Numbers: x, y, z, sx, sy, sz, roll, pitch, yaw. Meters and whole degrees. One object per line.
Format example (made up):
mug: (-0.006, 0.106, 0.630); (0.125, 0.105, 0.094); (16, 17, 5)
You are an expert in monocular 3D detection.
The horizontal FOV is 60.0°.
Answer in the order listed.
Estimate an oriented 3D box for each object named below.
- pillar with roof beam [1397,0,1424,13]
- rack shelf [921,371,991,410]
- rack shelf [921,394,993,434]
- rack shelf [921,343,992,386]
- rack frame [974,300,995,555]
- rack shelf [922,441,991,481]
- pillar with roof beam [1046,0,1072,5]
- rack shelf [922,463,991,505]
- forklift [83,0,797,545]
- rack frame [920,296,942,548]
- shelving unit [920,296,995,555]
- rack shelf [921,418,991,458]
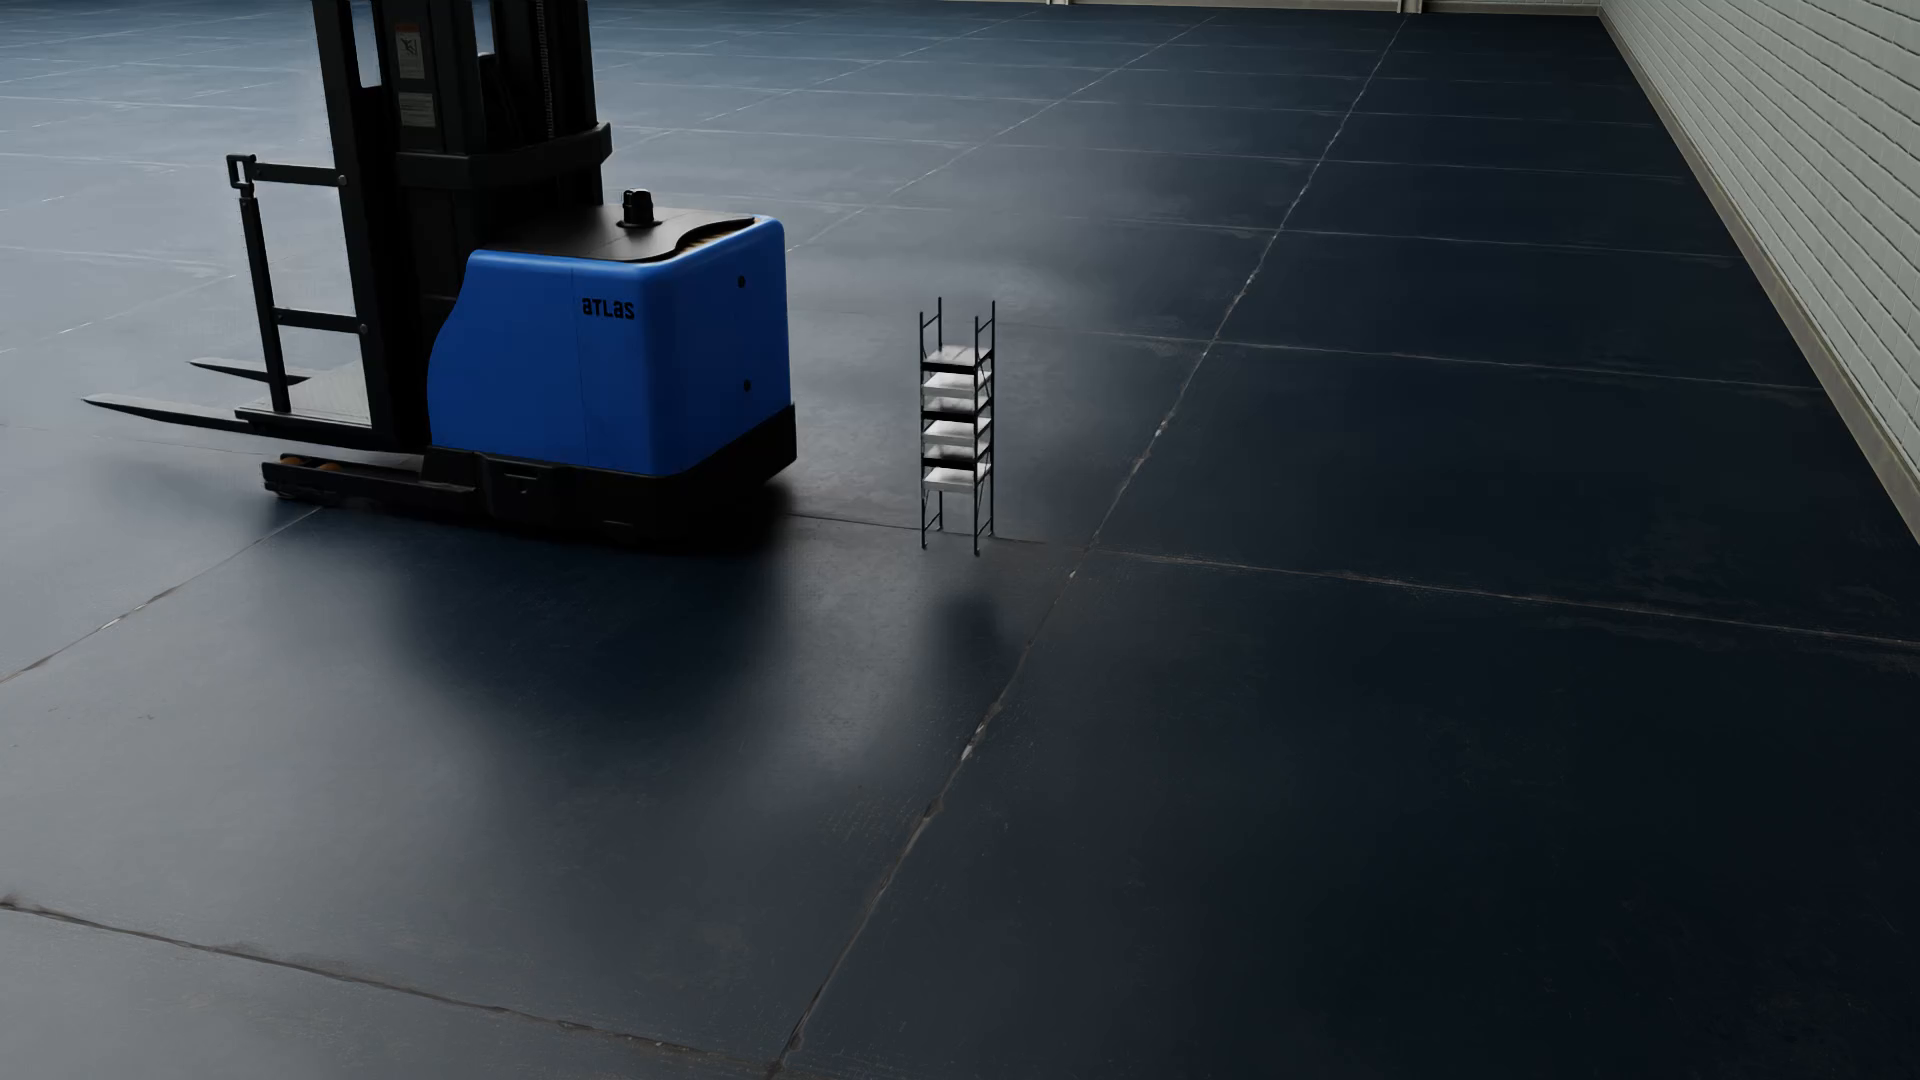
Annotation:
pillar with roof beam: (6.255, -11.401, 22.208); (0.400, 9.000, 9.100); (7, 23, 16)
rack shelf: (-0.008, -0.553, 6.046); (0.200, 0.077, 0.258); (7, 23, 16)
rack shelf: (-0.008, -0.470, 6.080); (0.200, 0.077, 0.258); (7, 23, 16)
rack shelf: (-0.008, -0.636, 6.012); (0.200, 0.077, 0.258); (7, 23, 16)
rack frame: (0.090, -0.406, 6.074); (0.006, 0.900, 0.240); (7, 23, 16)
rack shelf: (-0.008, -0.303, 6.148); (0.200, 0.077, 0.258); (7, 23, 16)
pillar with roof beam: (0.511, -12.059, 23.811); (0.400, 9.000, 9.100); (7, 23, 16)
rack shelf: (-0.008, -0.220, 6.182); (0.200, 0.077, 0.258); (7, 23, 16)
forklift: (-2.249, -1.671, 6.481); (3.031, 2.935, 1.130); (8, 24, 19)
rack frame: (-0.105, -0.428, 6.129); (0.006, 0.900, 0.240); (7, 23, 16)
shelving unit: (-0.008, -0.417, 6.101); (0.210, 0.900, 0.258); (7, 23, 16)
rack shelf: (-0.008, -0.386, 6.114); (0.200, 0.077, 0.258); (7, 23, 16)
